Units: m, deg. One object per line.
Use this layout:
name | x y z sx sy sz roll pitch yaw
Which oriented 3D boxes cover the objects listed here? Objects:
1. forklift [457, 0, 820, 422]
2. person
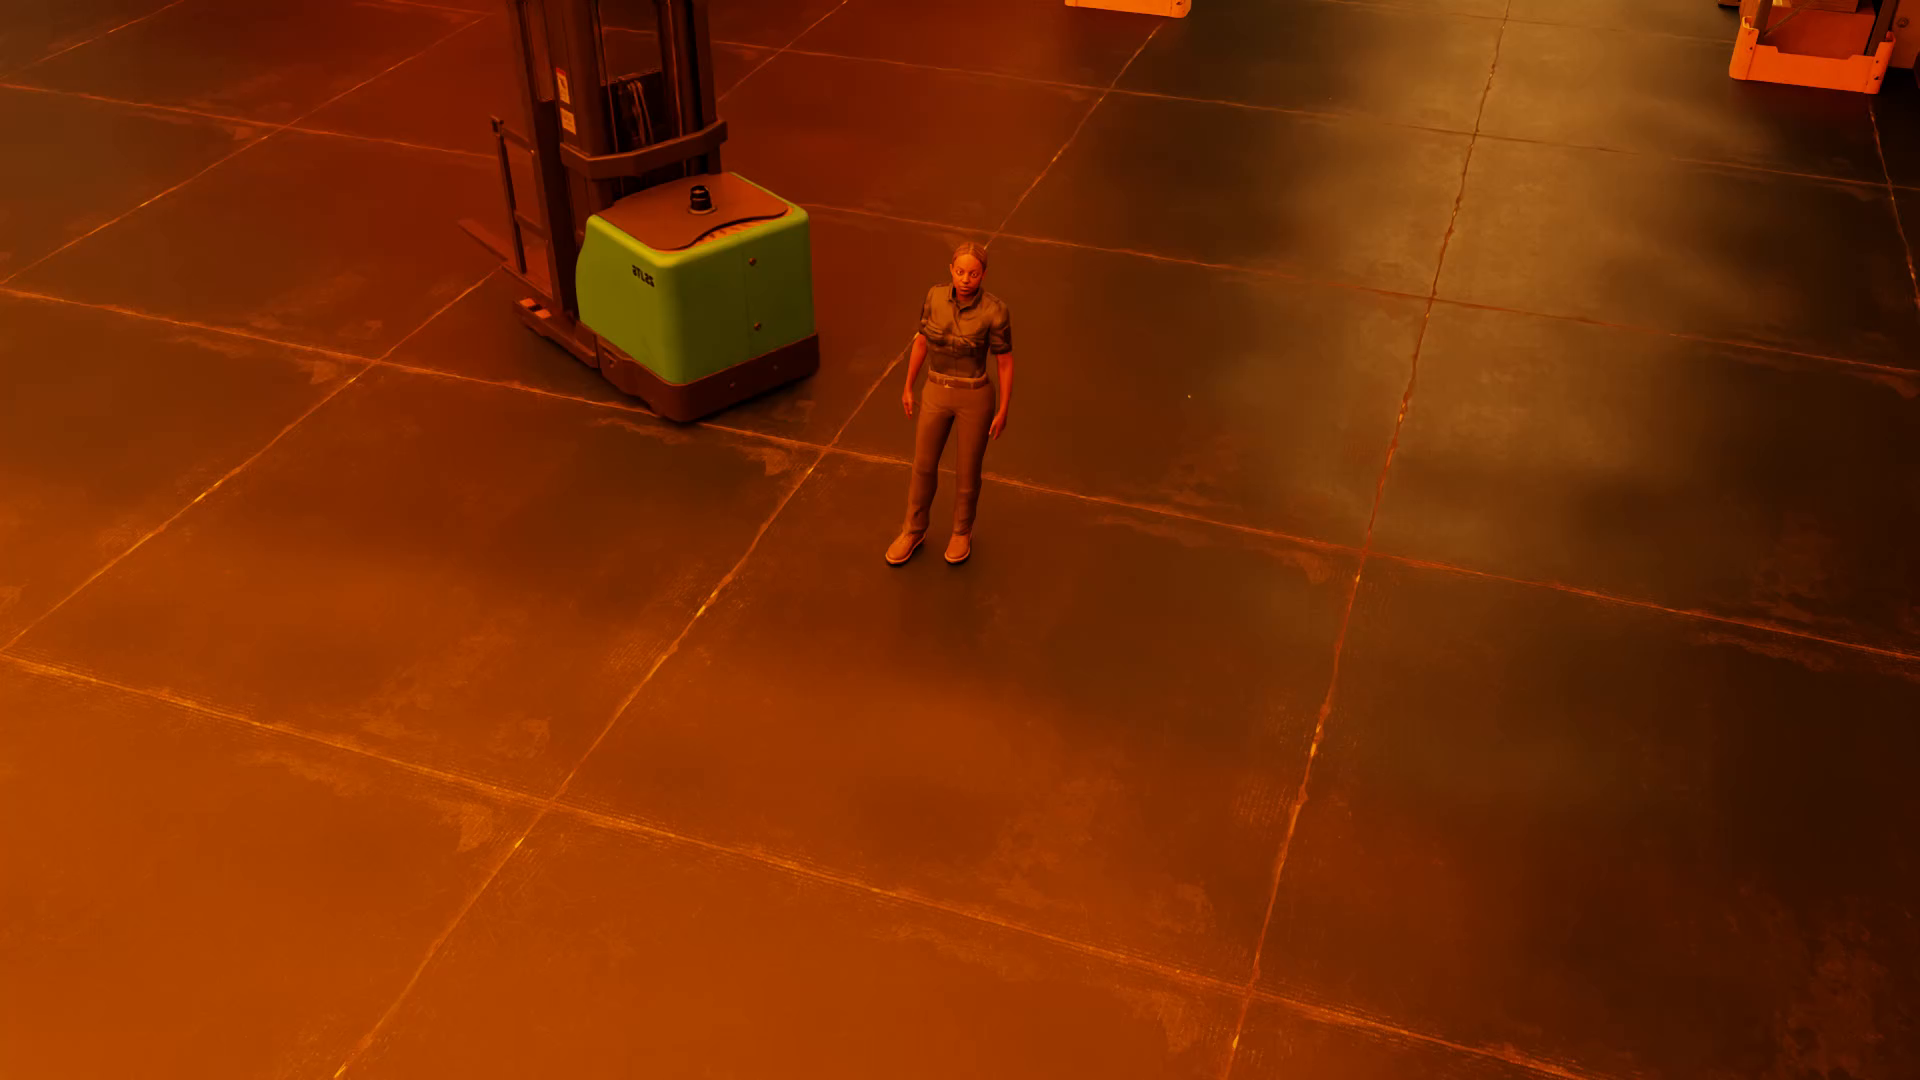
forklift | -2.183 -2.646 9.842 1.130 2.935 3.031 -27 43 -32
person | -0.048 -0.636 8.100 0.570 1.656 0.503 12 37 16
